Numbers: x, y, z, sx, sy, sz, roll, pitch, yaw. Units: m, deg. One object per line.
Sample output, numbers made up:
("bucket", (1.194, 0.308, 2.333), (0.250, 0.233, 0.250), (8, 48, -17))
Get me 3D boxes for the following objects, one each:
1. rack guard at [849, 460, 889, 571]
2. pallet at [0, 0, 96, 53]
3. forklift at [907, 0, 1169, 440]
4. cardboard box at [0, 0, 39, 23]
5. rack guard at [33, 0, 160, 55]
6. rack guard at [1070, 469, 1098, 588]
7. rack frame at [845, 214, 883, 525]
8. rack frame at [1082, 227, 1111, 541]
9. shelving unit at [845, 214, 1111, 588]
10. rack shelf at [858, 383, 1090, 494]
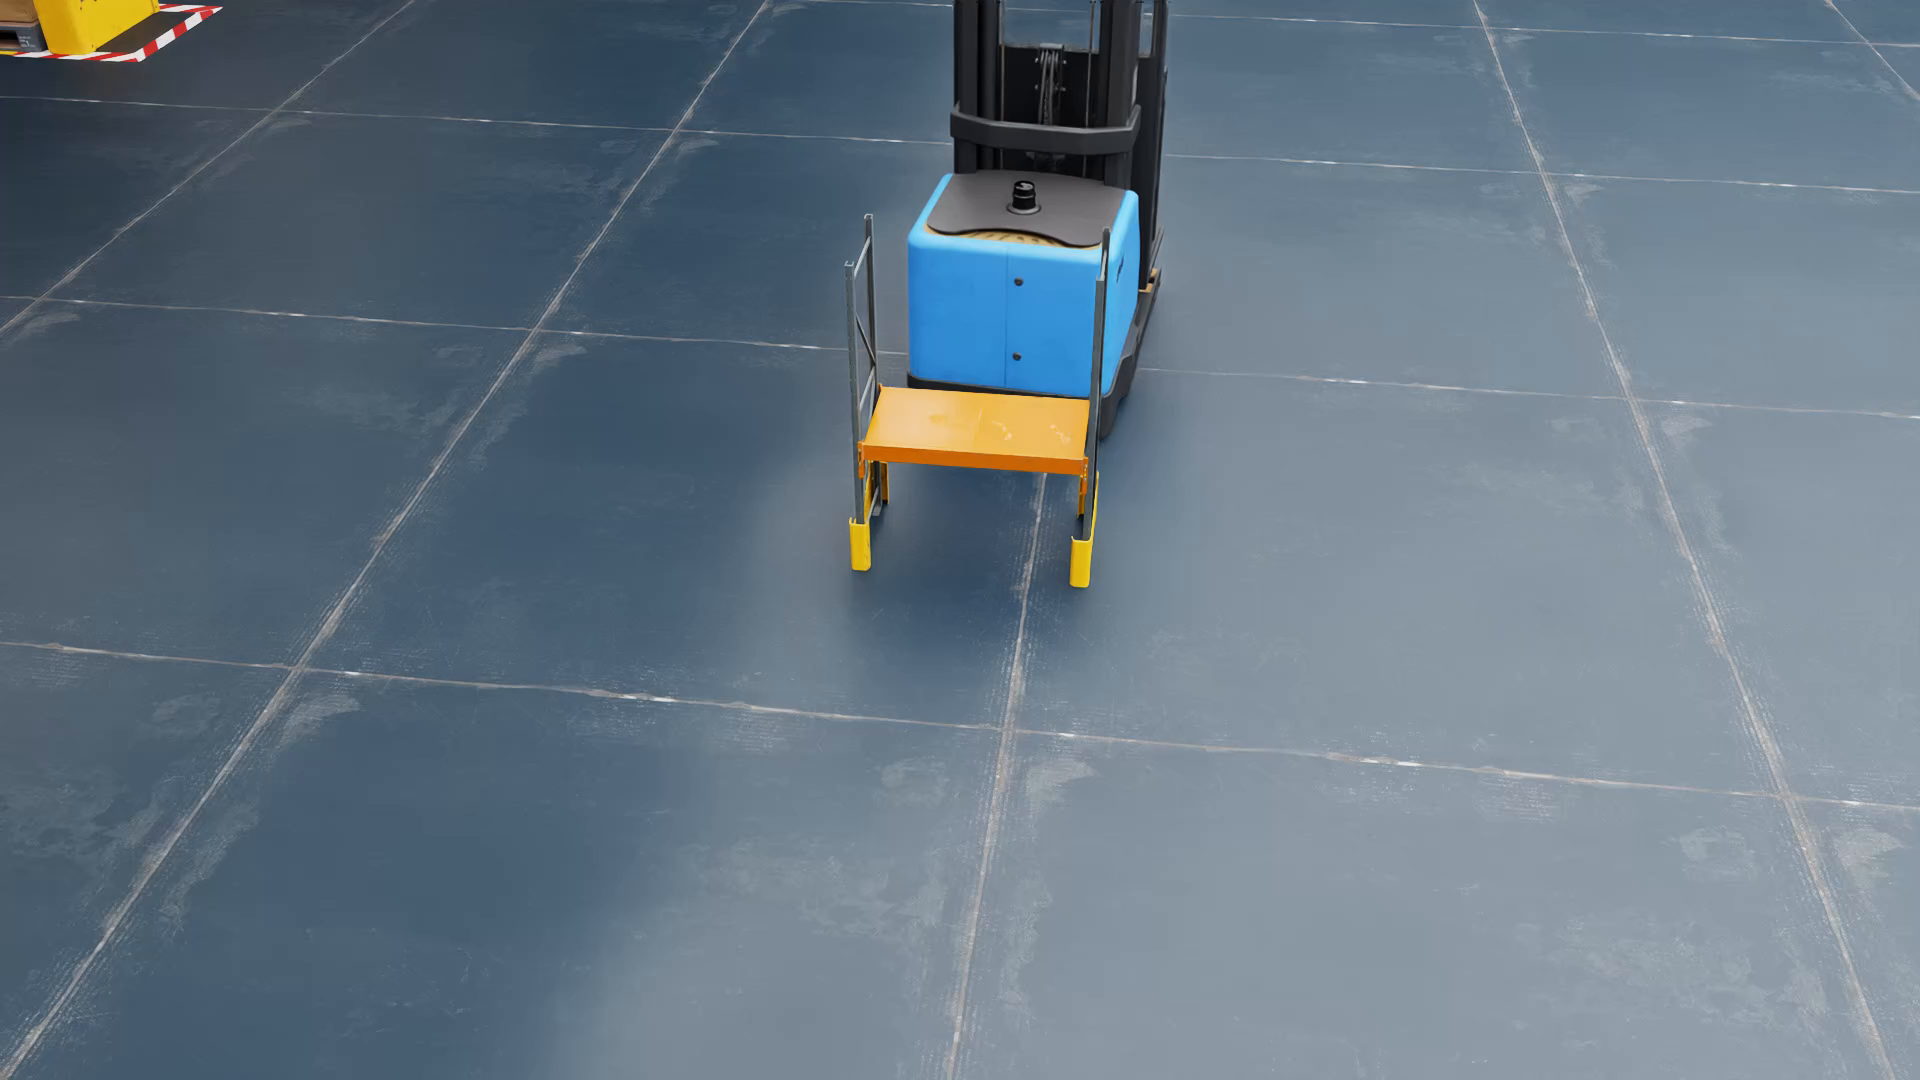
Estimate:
("rack guard", (-0.418, -0.133, 7.721), (0.087, 0.250, 0.587), (4, 36, 6))
("pallet", (-7.799, -4.266, 13.546), (1.213, 0.211, 1.003), (4, 36, 6))
("forklift", (0.562, -2.547, 8.795), (1.130, 2.935, 3.031), (8, 36, 11))
("cardboard box", (-7.677, -4.705, 13.228), (0.875, 0.875, 0.875), (4, 36, 6))
("rack guard", (-6.972, -4.368, 13.440), (0.348, 0.500, 1.175), (4, 36, 6))
("rack guard", (0.570, -0.059, 7.618), (0.087, 0.250, 0.587), (4, 36, 6))
("rack frame", (-0.420, -0.642, 7.358), (0.032, 1.500, 0.500), (4, 36, 6))
("rack frame", (0.589, -0.567, 7.253), (0.032, 1.500, 0.500), (4, 36, 6))
("shelving unit", (0.076, -0.605, 7.306), (1.083, 1.500, 0.587), (4, 36, 6))
("rack shelf", (0.085, -0.458, 7.410), (1.000, 0.185, 0.538), (4, 36, 6))
